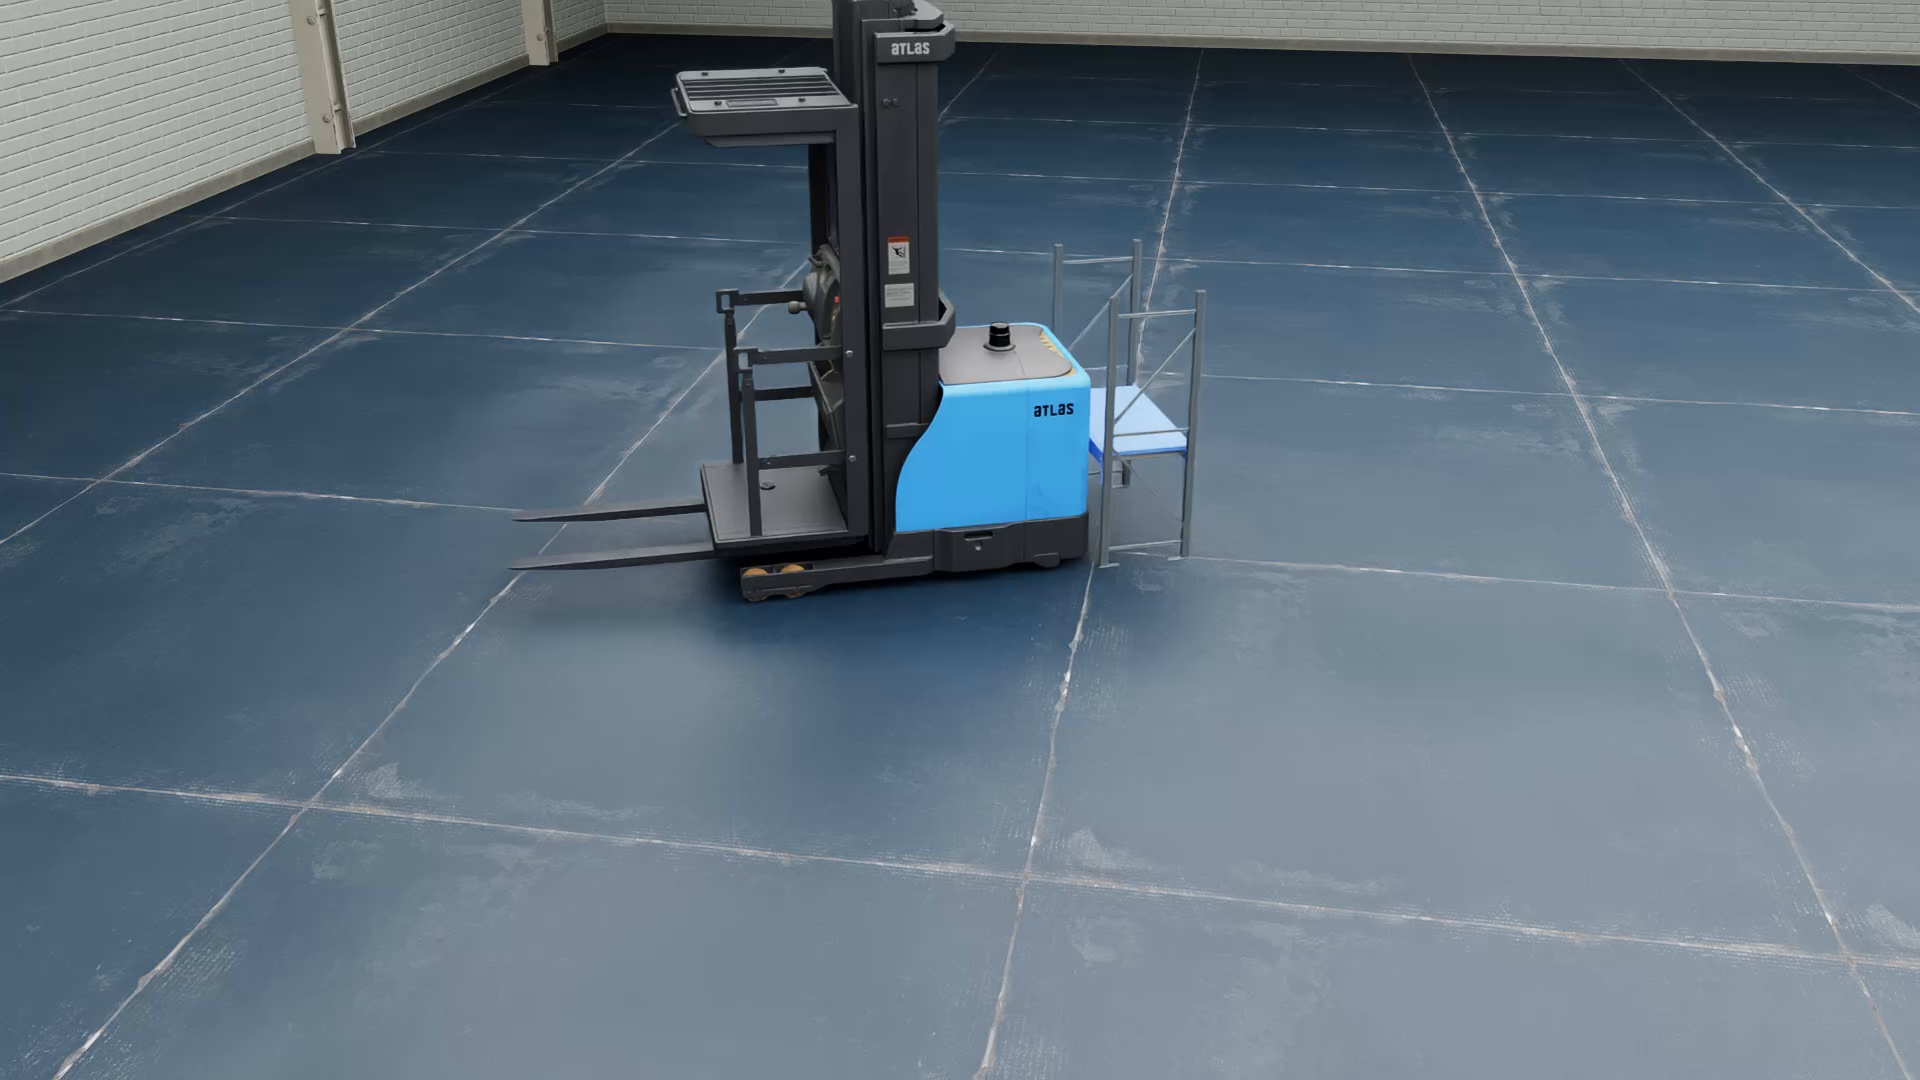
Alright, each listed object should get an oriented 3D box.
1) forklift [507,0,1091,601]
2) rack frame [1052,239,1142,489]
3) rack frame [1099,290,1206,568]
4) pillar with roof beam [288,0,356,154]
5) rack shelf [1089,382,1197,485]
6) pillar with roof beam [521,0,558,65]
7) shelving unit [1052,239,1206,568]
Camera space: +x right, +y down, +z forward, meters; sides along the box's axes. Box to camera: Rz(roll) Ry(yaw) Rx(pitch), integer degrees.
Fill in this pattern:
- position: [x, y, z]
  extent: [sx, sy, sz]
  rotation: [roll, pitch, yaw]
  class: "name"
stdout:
- position: [-0.882, -1.257, 8.478]
  extent: [3.031, 2.935, 1.130]
  rotation: [-5, 26, -11]
  class: "forklift"
- position: [0.769, -0.977, 9.568]
  extent: [0.500, 1.500, 0.032]
  rotation: [-5, 26, -12]
  class: "rack frame"
- position: [0.994, -0.557, 8.670]
  extent: [0.500, 1.500, 0.032]
  rotation: [-5, 26, -12]
  class: "rack frame"
- position: [-2.728, -8.129, 16.003]
  extent: [9.100, 9.000, 0.400]
  rotation: [4, 25, 9]
  class: "pillar with roof beam"
- position: [0.882, -0.604, 9.195]
  extent: [0.538, 0.185, 1.000]
  rotation: [-5, 26, -12]
  class: "rack shelf"
- position: [-1.747, -10.639, 21.364]
  extent: [9.100, 9.000, 0.400]
  rotation: [4, 25, 9]
  class: "pillar with roof beam"
- position: [0.882, -0.767, 9.119]
  extent: [0.538, 1.500, 1.048]
  rotation: [-5, 26, -12]
  class: "shelving unit"
